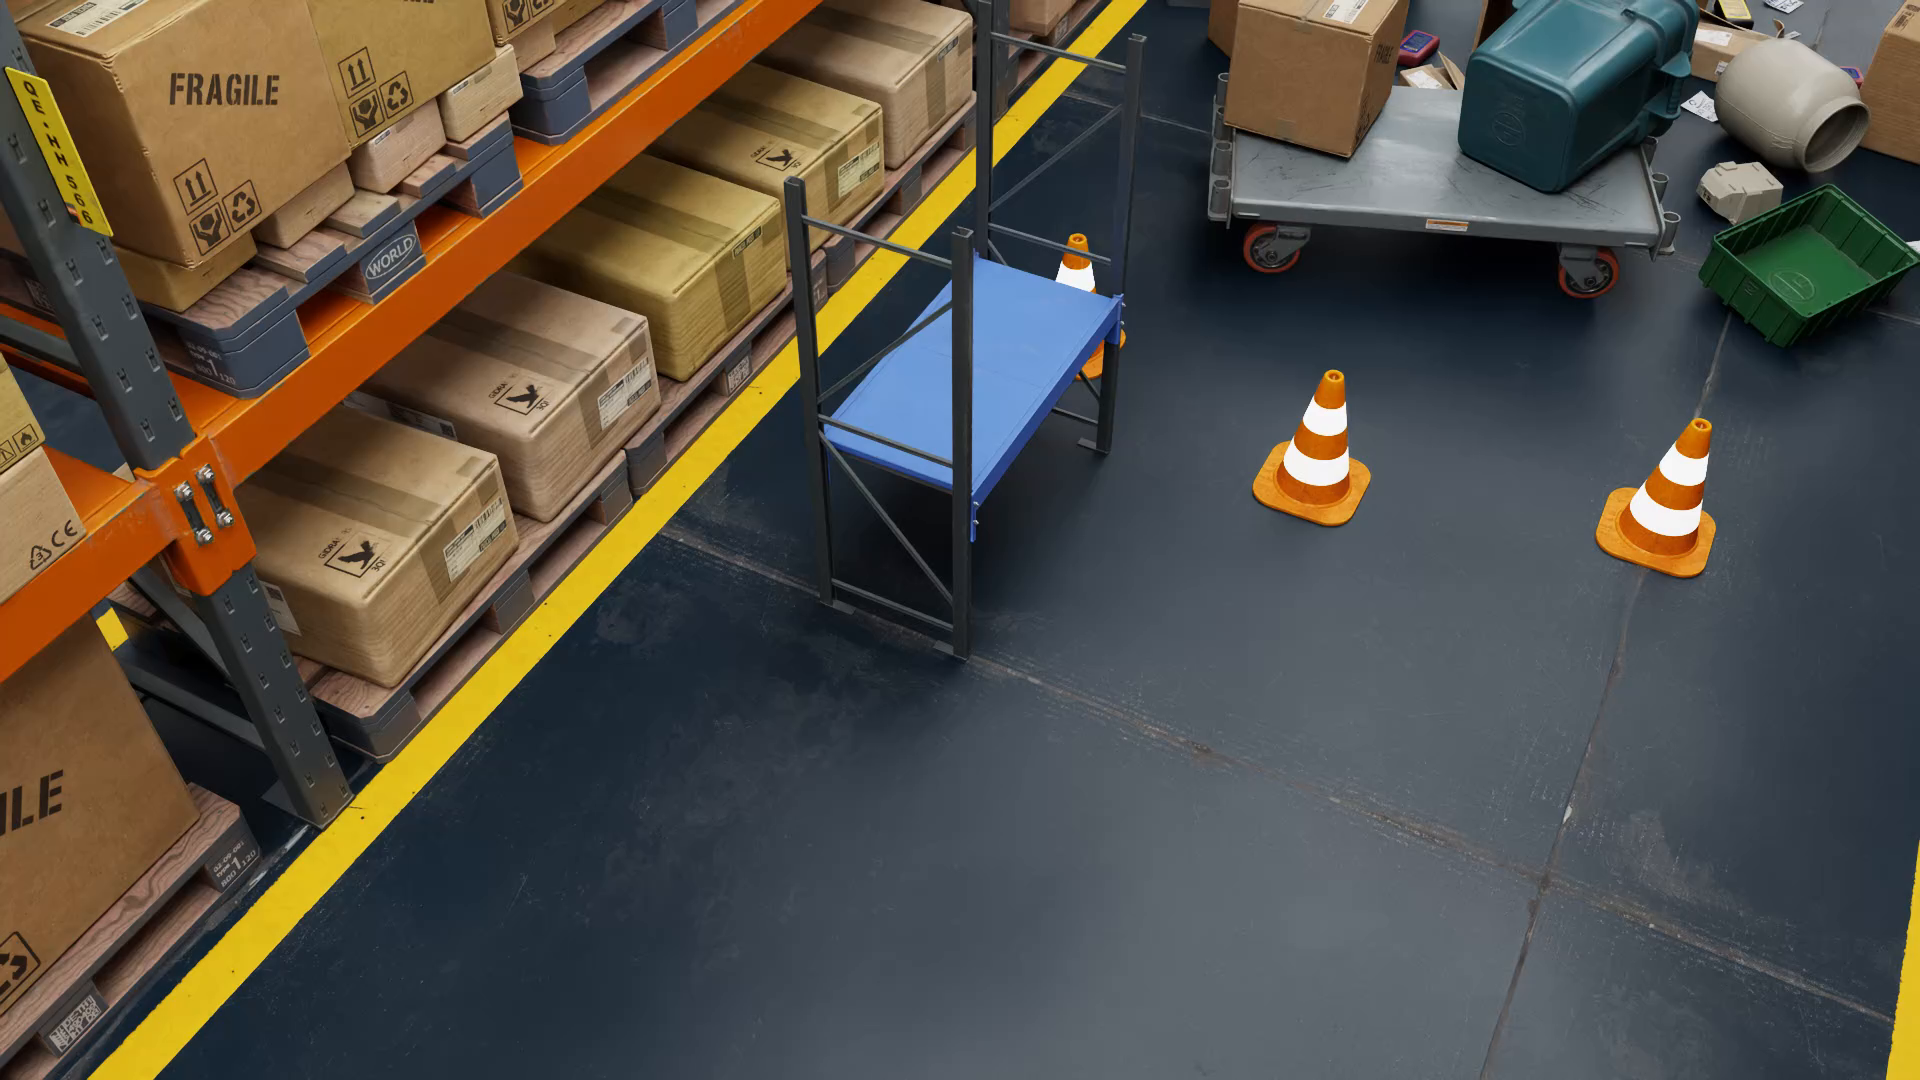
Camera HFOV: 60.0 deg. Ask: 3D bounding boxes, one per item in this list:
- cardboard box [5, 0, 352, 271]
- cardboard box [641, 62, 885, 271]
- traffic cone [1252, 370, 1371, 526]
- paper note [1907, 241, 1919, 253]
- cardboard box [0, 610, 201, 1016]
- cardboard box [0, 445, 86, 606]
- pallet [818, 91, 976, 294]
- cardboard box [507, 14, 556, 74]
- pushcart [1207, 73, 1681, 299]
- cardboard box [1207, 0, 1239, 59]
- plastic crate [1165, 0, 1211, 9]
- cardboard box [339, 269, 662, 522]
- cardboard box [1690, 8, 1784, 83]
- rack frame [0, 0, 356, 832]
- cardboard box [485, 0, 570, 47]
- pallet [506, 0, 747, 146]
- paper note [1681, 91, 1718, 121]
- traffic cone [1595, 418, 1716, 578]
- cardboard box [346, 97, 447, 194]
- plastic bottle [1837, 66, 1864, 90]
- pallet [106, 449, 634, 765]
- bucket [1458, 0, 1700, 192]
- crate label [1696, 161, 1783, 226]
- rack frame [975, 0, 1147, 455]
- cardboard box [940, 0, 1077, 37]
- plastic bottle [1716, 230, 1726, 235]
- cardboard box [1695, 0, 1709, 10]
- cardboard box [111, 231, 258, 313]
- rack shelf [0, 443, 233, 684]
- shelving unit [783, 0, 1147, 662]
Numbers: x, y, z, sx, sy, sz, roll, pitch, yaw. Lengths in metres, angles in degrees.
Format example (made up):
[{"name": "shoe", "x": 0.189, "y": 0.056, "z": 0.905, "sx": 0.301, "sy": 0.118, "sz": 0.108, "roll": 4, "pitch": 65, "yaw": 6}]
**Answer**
[{"name": "cardboard box", "x": -1.711, "y": -0.968, "z": 3.523, "sx": 0.500, "sy": 0.500, "sz": 0.500, "roll": 19, "pitch": 48, "yaw": 18}, {"name": "cardboard box", "x": -0.840, "y": -1.432, "z": 6.108, "sx": 0.950, "sy": 0.372, "sz": 0.625, "roll": 23, "pitch": 50, "yaw": 21}, {"name": "traffic cone", "x": 1.147, "y": -0.345, "z": 5.266, "sx": 0.336, "sy": 0.463, "sz": 0.334, "roll": 20, "pitch": 49, "yaw": 19}, {"name": "paper note", "x": 3.673, "y": -1.102, "z": 6.317, "sx": 0.147, "sy": 0.020, "sz": 0.142, "roll": -9, "pitch": 46, "yaw": -9}, {"name": "cardboard box", "x": -2.519, "y": 0.534, "z": 3.812, "sx": 0.875, "sy": 0.875, "sz": 0.875, "roll": 20, "pitch": 49, "yaw": 19}, {"name": "cardboard box", "x": -2.130, "y": -0.016, "z": 3.263, "sx": 0.500, "sy": 0.250, "sz": 0.500, "roll": 19, "pitch": 48, "yaw": 18}, {"name": "pallet", "x": -0.628, "y": -1.522, "z": 6.606, "sx": 1.003, "sy": 0.211, "sz": 1.213, "roll": 20, "pitch": 49, "yaw": 19}, {"name": "cardboard box", "x": -1.292, "y": -1.344, "z": 4.351, "sx": 0.380, "sy": 0.149, "sz": 0.250, "roll": 23, "pitch": 50, "yaw": 21}, {"name": "pushcart", "x": 1.774, "y": -1.350, "z": 6.319, "sx": 1.648, "sy": 0.377, "sz": 0.936, "roll": 5, "pitch": 46, "yaw": 5}, {"name": "cardboard box", "x": 1.434, "y": -2.341, "z": 7.211, "sx": 0.500, "sy": 0.500, "sz": 0.500, "roll": -16, "pitch": 48, "yaw": -15}, {"name": "plastic crate", "x": 1.187, "y": -2.685, "z": 7.848, "sx": 0.402, "sy": 0.080, "sz": 0.583, "roll": 5, "pitch": 46, "yaw": 5}, {"name": "cardboard box", "x": -1.518, "y": -0.517, "z": 5.205, "sx": 0.950, "sy": 0.372, "sz": 0.625, "roll": 20, "pitch": 49, "yaw": 18}, {"name": "cardboard box", "x": 3.330, "y": -2.152, "z": 7.191, "sx": 0.396, "sy": 0.266, "sz": 0.258, "roll": 29, "pitch": 52, "yaw": 25}, {"name": "rack frame", "x": -2.125, "y": -0.473, "z": 3.609, "sx": 1.000, "sy": 3.000, "sz": 0.127, "roll": 20, "pitch": 49, "yaw": 19}, {"name": "cardboard box", "x": -1.235, "y": -1.635, "z": 4.182, "sx": 0.500, "sy": 0.500, "sz": 0.500, "roll": 21, "pitch": 49, "yaw": 20}, {"name": "pallet", "x": -1.242, "y": -1.666, "z": 4.923, "sx": 1.003, "sy": 0.211, "sz": 1.213, "roll": 20, "pitch": 49, "yaw": 19}, {"name": "paper note", "x": 3.173, "y": -1.836, "z": 7.048, "sx": 0.155, "sy": 0.023, "sz": 0.172, "roll": -33, "pitch": 54, "yaw": -28}, {"name": "traffic cone", "x": 2.203, "y": -0.185, "z": 5.107, "sx": 0.336, "sy": 0.463, "sz": 0.334, "roll": 20, "pitch": 49, "yaw": 19}, {"name": "cardboard box", "x": -1.481, "y": -1.000, "z": 4.011, "sx": 0.380, "sy": 0.149, "sz": 0.250, "roll": 17, "pitch": 48, "yaw": 17}, {"name": "plastic bottle", "x": 3.738, "y": -1.994, "z": 7.177, "sx": 0.283, "sy": 0.061, "sz": 0.133, "roll": 5, "pitch": 46, "yaw": 5}, {"name": "pallet", "x": -1.761, "y": 0.015, "z": 5.087, "sx": 1.003, "sy": 0.211, "sz": 1.213, "roll": 20, "pitch": 49, "yaw": 19}, {"name": "bucket", "x": 2.184, "y": -1.653, "z": 6.008, "sx": 0.620, "sy": 0.611, "sz": 0.726, "roll": -39, "pitch": 56, "yaw": -20}, {"name": "crate label", "x": 3.054, "y": -1.366, "z": 6.504, "sx": 0.298, "sy": 0.136, "sz": 0.250, "roll": -9, "pitch": 46, "yaw": -9}, {"name": "rack frame", "x": 0.276, "y": -0.901, "z": 5.086, "sx": 0.500, "sy": 1.500, "sz": 0.032, "roll": 20, "pitch": 49, "yaw": 19}, {"name": "cardboard box", "x": 0.245, "y": -2.457, "z": 7.207, "sx": 0.500, "sy": 0.250, "sz": 0.500, "roll": 18, "pitch": 48, "yaw": 17}, {"name": "plastic bottle", "x": 2.955, "y": -1.062, "z": 6.257, "sx": 0.133, "sy": 0.061, "sz": 0.283, "roll": -2, "pitch": 45, "yaw": -2}, {"name": "cardboard box", "x": 3.016, "y": -2.693, "z": 7.558, "sx": 0.797, "sy": 0.503, "sz": 0.637, "roll": -9, "pitch": 46, "yaw": -9}, {"name": "cardboard box", "x": -1.809, "y": -0.676, "z": 3.690, "sx": 0.380, "sy": 0.149, "sz": 0.250, "roll": 18, "pitch": 48, "yaw": 17}, {"name": "rack shelf", "x": -3.053, "y": 1.039, "z": 2.619, "sx": 1.077, "sy": 0.370, "sz": 4.000, "roll": 20, "pitch": 49, "yaw": 19}, {"name": "shelving unit", "x": 0.040, "y": -0.581, "z": 4.770, "sx": 0.538, "sy": 1.500, "sz": 1.048, "roll": 20, "pitch": 49, "yaw": 19}]
